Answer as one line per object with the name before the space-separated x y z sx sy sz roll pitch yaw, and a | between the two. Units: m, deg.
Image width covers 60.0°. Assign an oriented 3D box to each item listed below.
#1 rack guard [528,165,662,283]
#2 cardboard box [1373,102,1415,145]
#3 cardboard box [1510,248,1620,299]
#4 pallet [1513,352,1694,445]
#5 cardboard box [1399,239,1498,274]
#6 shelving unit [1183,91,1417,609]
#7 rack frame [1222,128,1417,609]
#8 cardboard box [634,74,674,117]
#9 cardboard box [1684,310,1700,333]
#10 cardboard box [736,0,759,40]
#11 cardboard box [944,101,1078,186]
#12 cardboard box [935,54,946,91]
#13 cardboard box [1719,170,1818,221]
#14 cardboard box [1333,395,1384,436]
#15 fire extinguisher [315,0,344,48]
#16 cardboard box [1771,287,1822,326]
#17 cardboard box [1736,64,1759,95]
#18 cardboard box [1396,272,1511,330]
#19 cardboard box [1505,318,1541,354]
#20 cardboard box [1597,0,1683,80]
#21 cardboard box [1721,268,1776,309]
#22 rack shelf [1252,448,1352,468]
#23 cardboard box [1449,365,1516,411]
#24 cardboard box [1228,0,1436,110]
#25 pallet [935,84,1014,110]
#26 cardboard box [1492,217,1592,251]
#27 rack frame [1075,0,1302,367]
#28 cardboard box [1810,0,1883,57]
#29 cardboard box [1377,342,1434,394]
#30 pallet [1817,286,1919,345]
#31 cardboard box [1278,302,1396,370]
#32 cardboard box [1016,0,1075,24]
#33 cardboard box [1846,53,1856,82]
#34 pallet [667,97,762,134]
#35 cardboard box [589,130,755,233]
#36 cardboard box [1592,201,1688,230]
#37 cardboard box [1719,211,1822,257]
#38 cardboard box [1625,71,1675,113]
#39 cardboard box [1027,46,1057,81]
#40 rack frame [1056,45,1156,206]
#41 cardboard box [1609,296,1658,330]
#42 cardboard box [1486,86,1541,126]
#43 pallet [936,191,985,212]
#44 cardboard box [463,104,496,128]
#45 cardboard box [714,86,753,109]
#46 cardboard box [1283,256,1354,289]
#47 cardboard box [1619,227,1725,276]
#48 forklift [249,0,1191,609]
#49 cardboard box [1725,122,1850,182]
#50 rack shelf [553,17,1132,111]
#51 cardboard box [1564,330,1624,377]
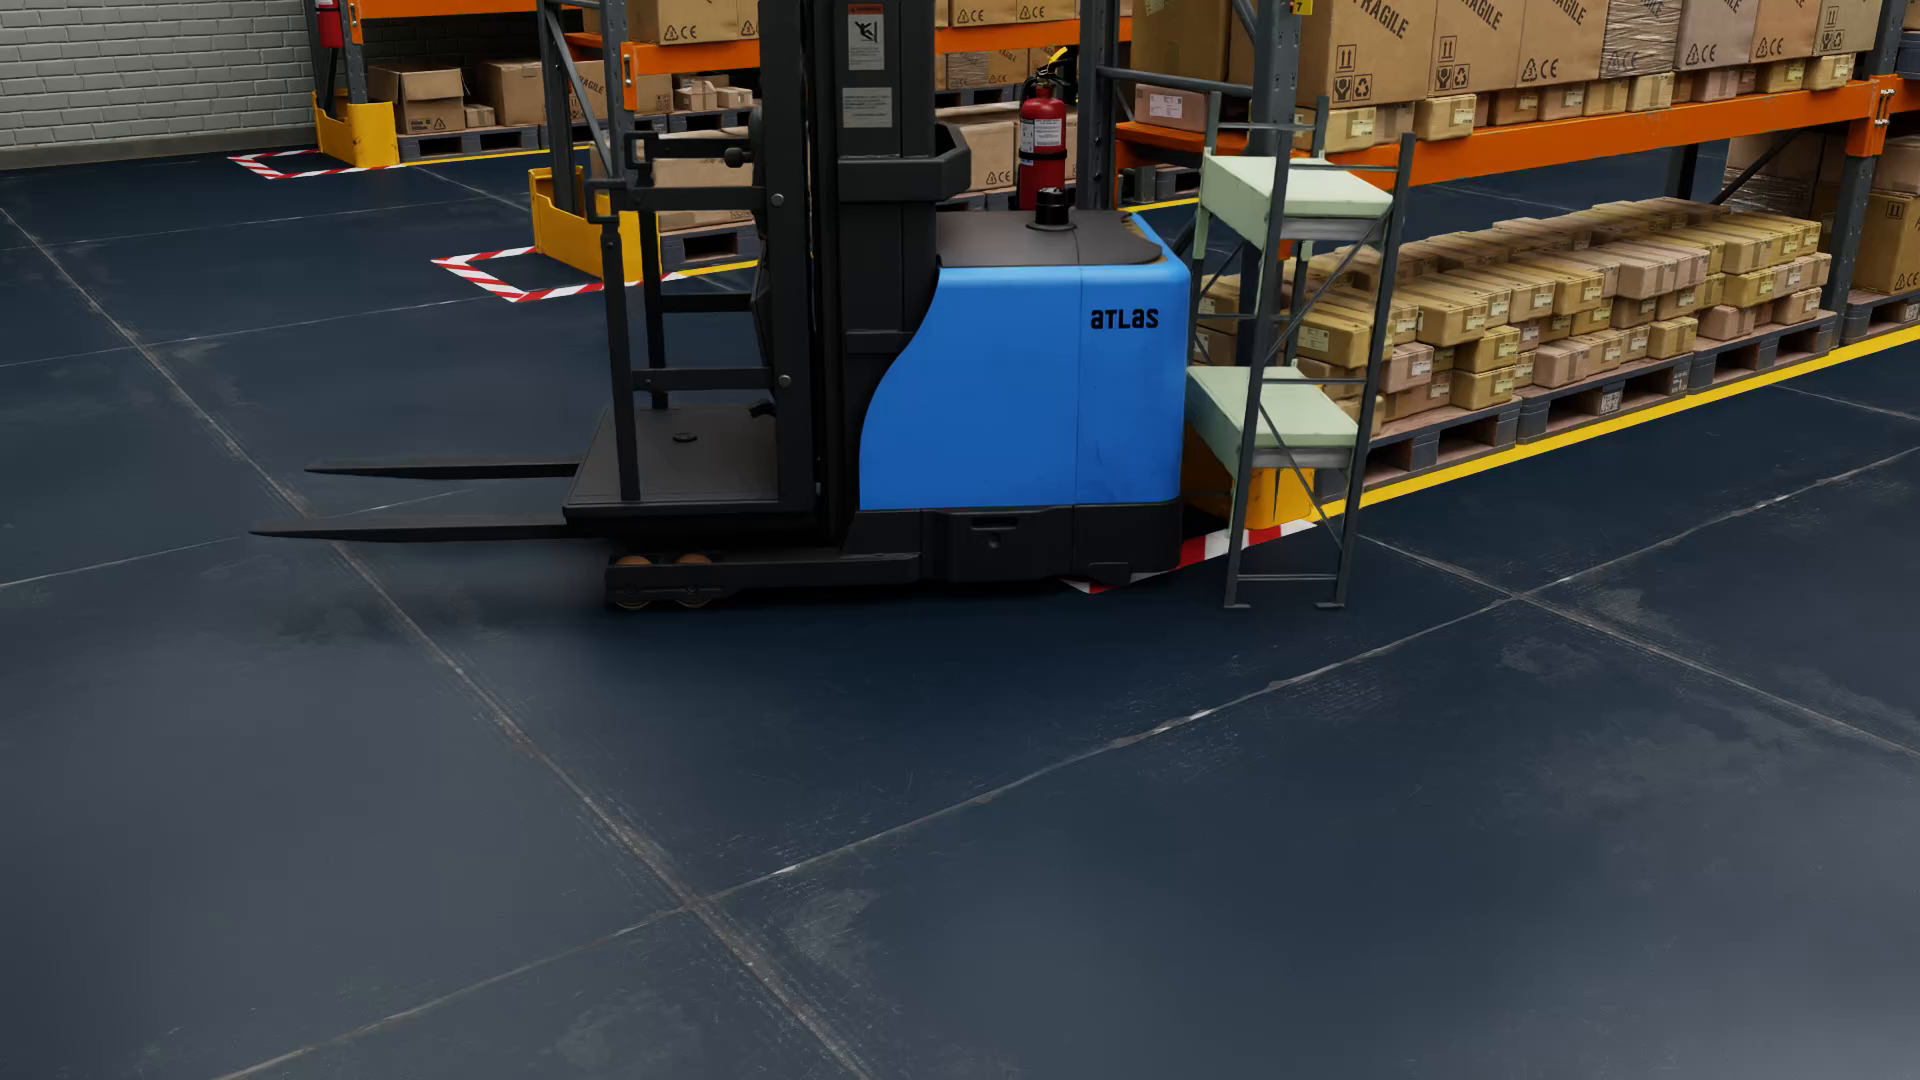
rack guard | -2.209 -1.916 10.024 0.348 0.500 1.175 -15 26 -33
cardboard box | 1.420 -1.538 6.041 0.250 0.149 0.380 -14 26 -31
cardboard box | 2.612 -1.148 7.203 0.250 0.149 0.380 -15 26 -33
pallet | 2.514 -0.764 7.527 1.213 0.211 1.003 -15 26 -33
cardboard box | 2.150 -1.220 7.384 0.250 0.149 0.380 -16 27 -35
shelving unit | 1.021 -0.619 5.366 0.431 1.500 0.755 0 23 -8
rack frame | 1.071 -0.476 5.033 0.400 1.500 0.023 0 23 -8
cardboard box | -2.981 -4.111 14.958 0.500 0.500 0.700 -16 27 -35
cardboard box | 3.189 -1.036 7.726 0.250 0.149 0.380 -16 27 -34
cardboard box | -1.238 -3.264 9.895 0.500 0.500 0.500 -15 26 -34
cardboard box | 0.485 -2.850 11.881 0.875 0.438 0.875 -15 26 -34
cardboard box | -0.486 -4.737 16.526 0.500 0.500 0.500 -16 27 -34
cardboard box | 4.484 -1.751 9.044 0.500 0.500 0.500 -16 26 -34
cardboard box | 1.395 -0.503 6.390 0.250 0.149 0.380 -14 26 -32
fire extinguisher | -4.941 -4.195 12.970 0.183 0.674 0.296 -15 26 -33
cardboard box | 3.911 -1.165 8.048 0.250 0.149 0.380 -15 26 -32
cardboard box | 3.288 -2.069 7.372 0.250 0.149 0.380 -16 27 -34
cardboard box | 1.993 -0.964 6.743 0.250 0.149 0.380 -16 27 -35
cardboard box | 2.192 -0.891 6.961 0.250 0.149 0.380 -16 27 -35
cardboard box | 2.544 -2.152 6.705 0.500 0.500 0.500 -16 27 -34
cardboard box | 3.540 -1.201 7.737 0.250 0.149 0.380 -16 27 -35
rack shelf | 1.009 -0.384 5.465 0.332 0.071 0.664 0 23 -8
cardboard box | 2.029 -0.663 6.790 0.250 0.149 0.380 -15 26 -32
cardboard box | 1.309 -1.814 5.859 0.500 0.500 0.500 -14 25 -30
pallet | -0.215 -4.599 17.136 1.213 0.211 1.003 -15 26 -33
cardboard box | 2.742 -1.411 7.862 0.250 0.149 0.380 -14 26 -32
rack frame | 0.783 -1.615 5.897 0.127 3.000 1.000 -15 26 -33
cardboard box | 3.803 -2.476 7.518 0.500 0.500 0.500 -15 26 -33
cardboard box | 1.614 -0.703 6.489 0.250 0.149 0.380 -15 26 -33
pallet | 4.661 -1.355 9.007 1.213 0.211 1.003 -15 26 -33
cardboard box | 1.407 -0.774 6.265 0.250 0.149 0.380 -16 27 -35
cardboard box | 0.416 -3.704 10.998 0.500 0.500 0.500 -16 27 -34
cardboard box | 3.935 -2.232 7.782 0.250 0.149 0.380 -15 26 -33
pallet | -2.403 -3.997 15.629 1.213 0.211 1.003 -15 26 -33
cardboard box | -1.712 -2.261 10.405 0.875 0.438 0.875 -16 27 -35
cardboard box | 3.371 -1.574 8.272 0.250 0.149 0.380 -13 25 -30
cardboard box | 3.893 -1.473 8.018 0.250 0.149 0.380 -14 26 -31
cardboard box | 2.708 -1.872 6.880 0.250 0.149 0.380 -14 26 -32
cardboard box | 0.772 -5.079 17.384 0.500 0.500 0.500 -15 26 -34
rack frame | 1.057 -3.948 11.744 0.127 3.000 1.000 -15 26 -33
cardboard box | 2.855 -1.063 7.392 0.250 0.149 0.380 -16 27 -35
cardboard box | 2.034 -1.728 6.520 0.250 0.149 0.380 -15 26 -33
pallet | -0.597 -2.247 11.242 1.213 0.211 1.003 -15 26 -33
cardboard box | -4.172 -3.630 14.226 0.250 0.149 0.380 -16 27 -35
cardboard box | -2.125 -4.103 15.411 0.250 0.149 0.380 -16 27 -34
cardboard box | 1.438 -1.085 7.045 0.250 0.149 0.380 -16 27 -34
cardboard box | 3.255 -1.317 7.627 0.250 0.149 0.380 -14 26 -31
forklift | -0.808 -1.314 5.321 3.031 2.867 1.129 -2 22 -4
cardboard box | 4.487 -2.101 8.908 0.500 0.250 0.500 -16 27 -34
rack shelf | -0.566 -3.181 10.792 4.000 0.370 1.077 -15 26 -33
cardboard box | 2.643 -0.842 7.240 0.250 0.149 0.380 -15 26 -33
